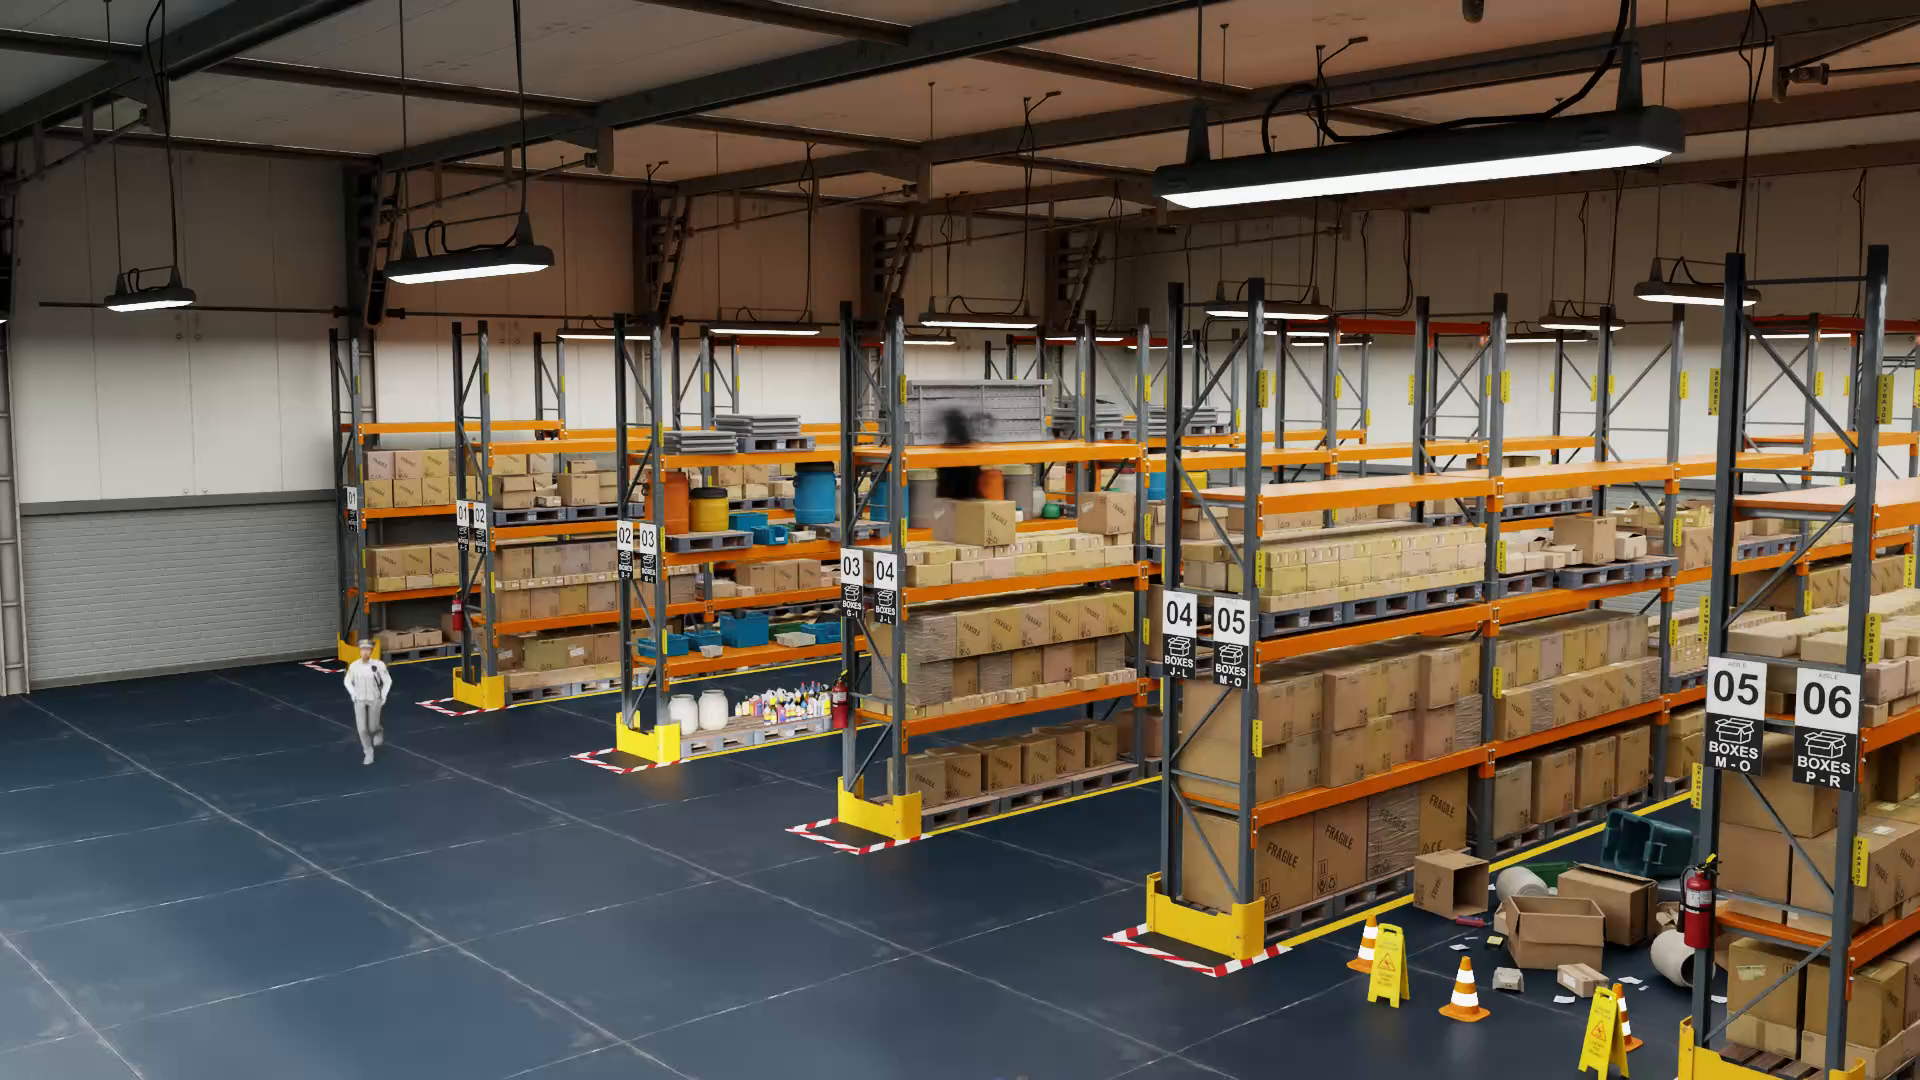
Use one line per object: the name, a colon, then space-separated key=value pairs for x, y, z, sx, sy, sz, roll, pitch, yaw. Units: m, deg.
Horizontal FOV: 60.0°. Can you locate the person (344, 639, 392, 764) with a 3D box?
person: x=-7.962 y=2.146 z=22.366 sx=0.617 sy=1.663 sz=0.564 roll=-1 pitch=6 yaw=-11

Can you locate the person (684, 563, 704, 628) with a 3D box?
person: x=-4.951 y=1.241 z=31.728 sx=0.722 sy=1.660 sz=0.625 roll=-5 pitch=8 yaw=-42
